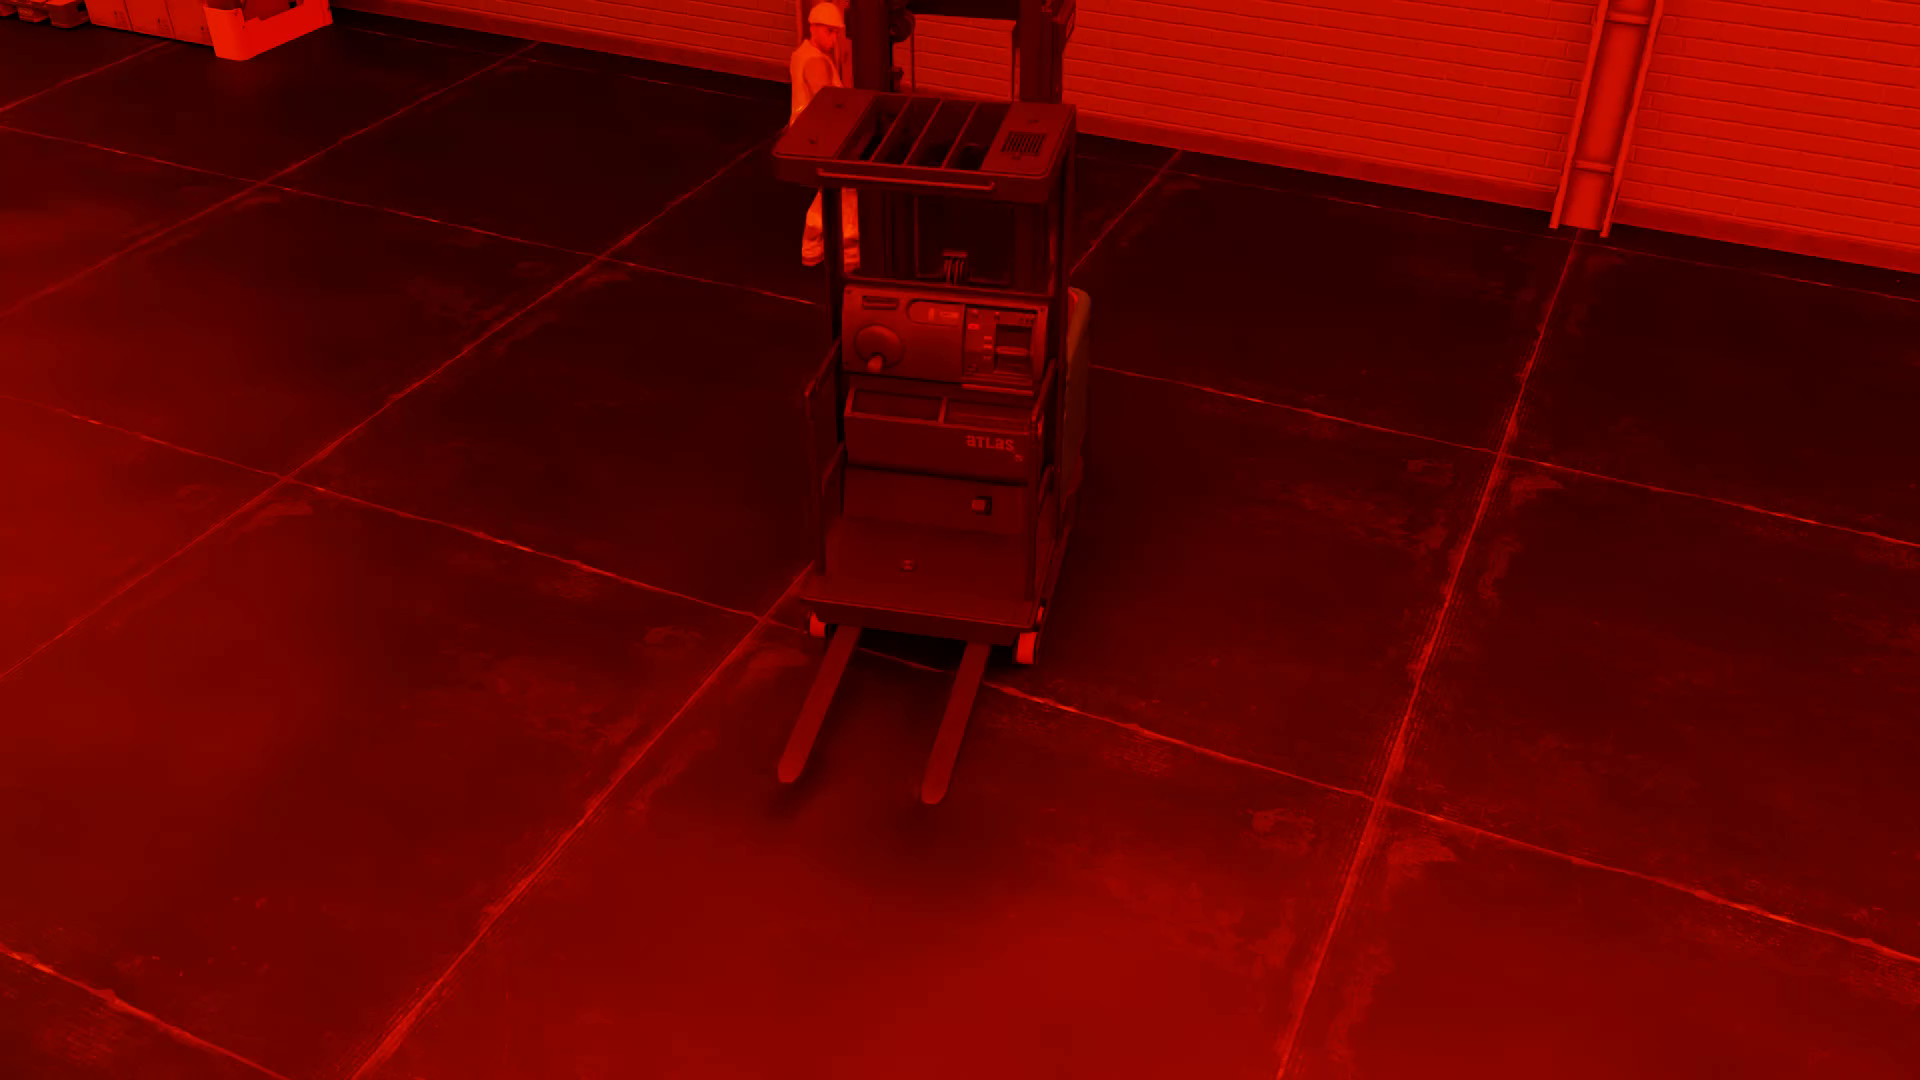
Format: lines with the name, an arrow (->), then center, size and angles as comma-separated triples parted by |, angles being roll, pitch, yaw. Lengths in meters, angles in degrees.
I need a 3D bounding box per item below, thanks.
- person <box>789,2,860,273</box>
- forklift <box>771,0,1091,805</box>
person -> -0.843, -2.594, 10.756 | 0.512, 1.741, 0.740 | -17, 39, -22
forklift -> -0.114, -0.843, 7.268 | 1.130, 2.935, 3.031 | 7, 36, 10
